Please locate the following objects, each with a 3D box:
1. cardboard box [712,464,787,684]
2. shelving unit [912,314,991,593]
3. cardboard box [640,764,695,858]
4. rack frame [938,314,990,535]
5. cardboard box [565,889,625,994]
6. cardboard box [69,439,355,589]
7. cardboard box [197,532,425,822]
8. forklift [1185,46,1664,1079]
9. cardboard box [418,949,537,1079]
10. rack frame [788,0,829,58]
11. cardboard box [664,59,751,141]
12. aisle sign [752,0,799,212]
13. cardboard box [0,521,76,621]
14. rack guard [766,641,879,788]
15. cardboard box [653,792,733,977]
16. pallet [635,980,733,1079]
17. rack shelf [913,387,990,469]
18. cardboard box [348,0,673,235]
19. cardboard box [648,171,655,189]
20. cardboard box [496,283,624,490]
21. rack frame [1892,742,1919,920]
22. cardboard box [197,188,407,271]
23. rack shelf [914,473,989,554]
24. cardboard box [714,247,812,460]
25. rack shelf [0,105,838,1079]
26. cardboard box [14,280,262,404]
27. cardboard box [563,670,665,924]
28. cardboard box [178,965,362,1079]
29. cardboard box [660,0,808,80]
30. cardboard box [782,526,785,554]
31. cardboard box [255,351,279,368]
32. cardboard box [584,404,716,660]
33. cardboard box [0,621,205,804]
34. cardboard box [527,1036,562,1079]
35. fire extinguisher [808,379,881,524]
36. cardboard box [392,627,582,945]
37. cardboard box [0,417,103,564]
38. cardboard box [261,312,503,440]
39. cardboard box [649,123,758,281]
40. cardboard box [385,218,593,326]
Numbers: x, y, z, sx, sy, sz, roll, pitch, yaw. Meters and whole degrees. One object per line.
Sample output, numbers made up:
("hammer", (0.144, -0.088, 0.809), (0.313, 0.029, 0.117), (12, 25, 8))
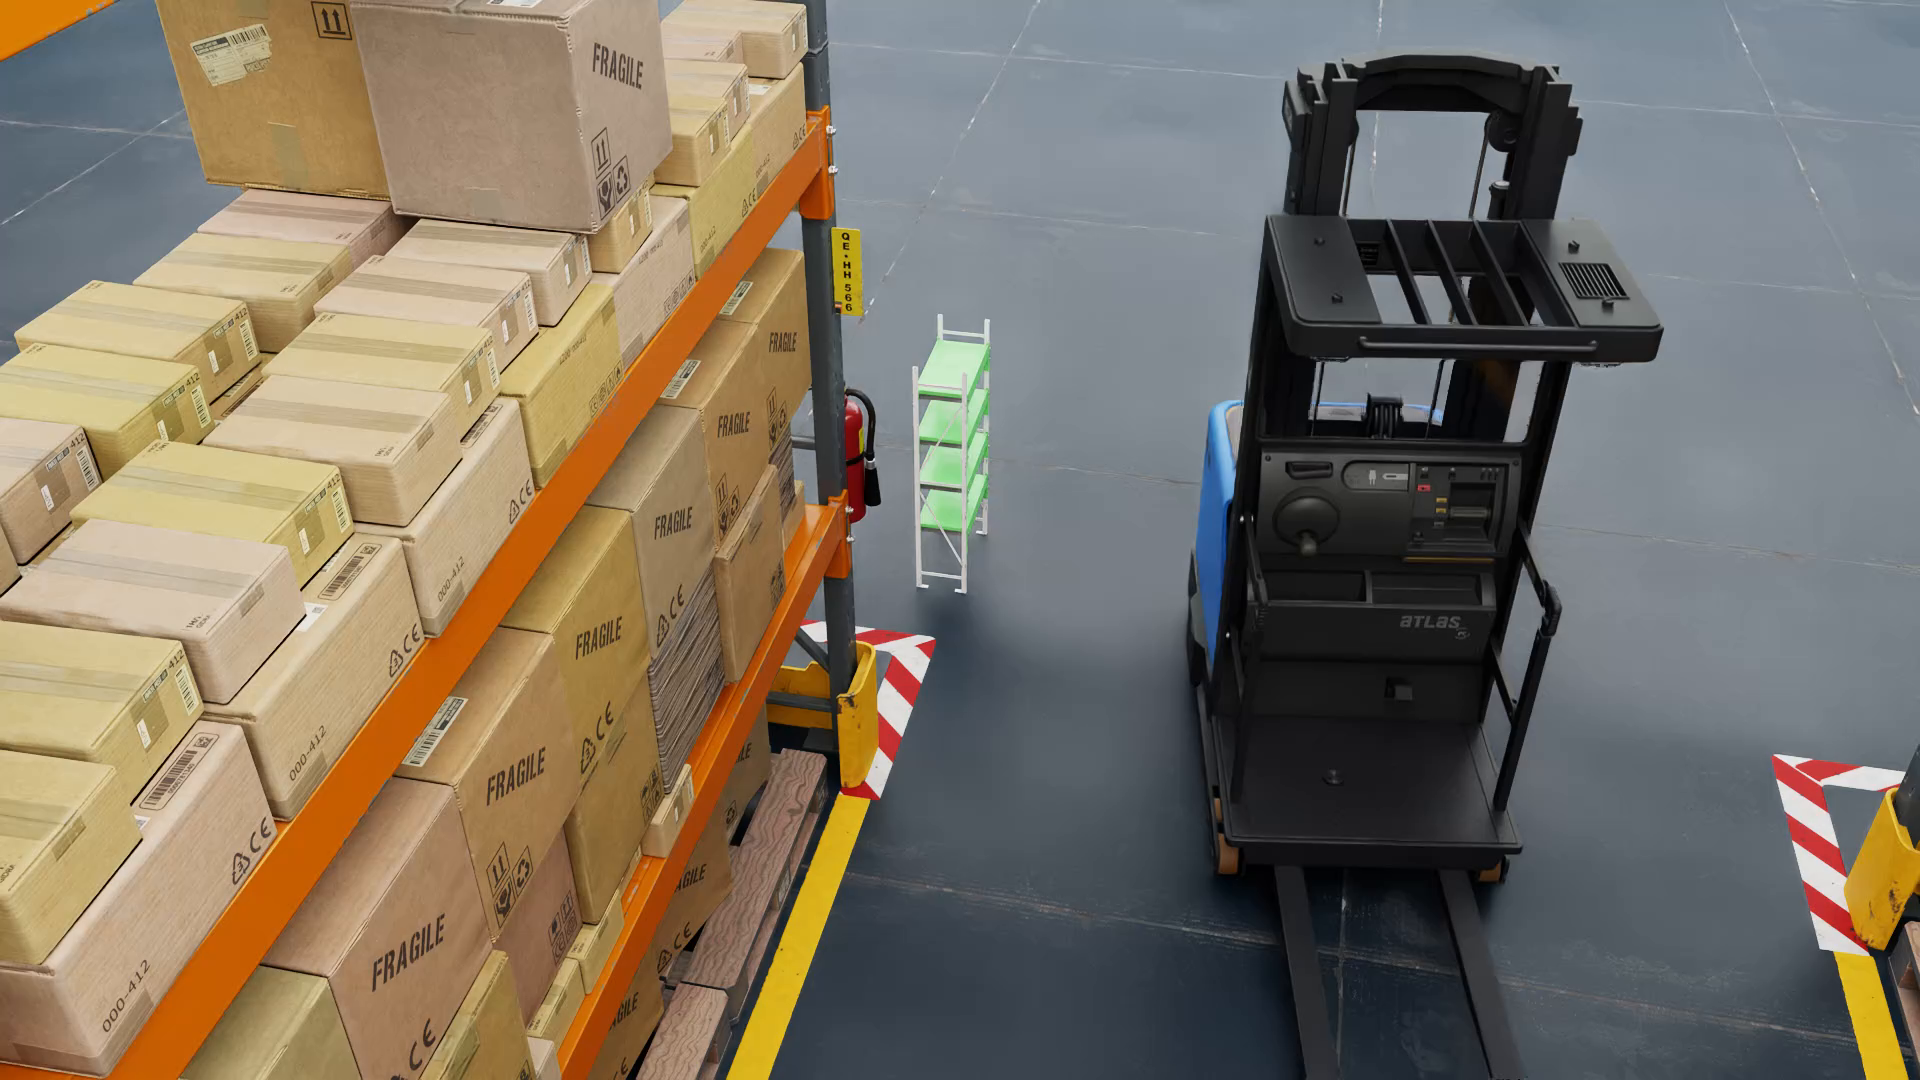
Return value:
("cardboard box", (-1.057, 0.051, 5.285), (0.875, 0.500, 0.500), (7, 37, 10))
("shelving unit", (-0.035, -0.391, 7.767), (0.258, 1.200, 0.503), (7, 37, 10))
("cardboard box", (-1.001, 0.762, 4.856), (0.380, 0.149, 0.250), (7, 37, 10))
("rack frame", (0.017, -0.531, 7.960), (0.240, 1.200, 0.015), (7, 37, 10))
("cardboard box", (-1.131, 1.046, 4.465), (0.380, 0.149, 0.250), (7, 37, 10))
("cardboard box", (-1.328, -0.032, 2.970), (0.380, 0.149, 0.250), (8, 37, 11))
("cardboard box", (-1.324, 0.208, 2.979), (0.500, 0.250, 0.500), (7, 37, 10))
("forklift", (1.541, -0.061, 5.836), (1.130, 2.935, 3.031), (1, 36, 2))
("cardboard box", (-1.480, 1.198, 3.702), (0.875, 0.500, 0.500), (7, 37, 10))
("rack frame", (-0.924, -2.831, 4.488), (1.000, 3.000, 0.127), (7, 37, 10))
("cardboard box", (-0.799, -1.214, 4.601), (0.380, 0.149, 0.250), (6, 36, 8))
("aisle sign", (-0.617, -1.452, 5.483), (0.394, 0.787, 0.004), (7, 37, 10))
("cardboard box", (-1.814, 0.145, 3.065), (0.500, 0.250, 0.500), (8, 37, 11))
("rack guard", (-0.940, 0.654, 6.922), (1.175, 0.500, 0.348), (7, 37, 10))
("cardboard box", (-1.167, 1.143, 5.889), (0.500, 0.500, 0.500), (17, 39, 22))
("pallet", (-1.411, 1.929, 5.408), (1.003, 0.211, 1.213), (7, 37, 10))
("rack shelf", (-0.035, -0.534, 7.664), (0.258, 0.148, 0.480), (7, 37, 10))
("cardboard box", (-1.007, -1.059, 3.835), (0.500, 0.500, 0.500), (7, 37, 10))
("cardboard box", (-1.004, -0.941, 4.224), (0.380, 0.149, 0.250), (8, 37, 11))
("cardboard box", (-1.102, -0.379, 3.789), (0.500, 0.250, 0.500), (7, 36, 9))
("rack frame", (3.915, 0.219, 5.392), (1.000, 3.000, 0.127), (7, 37, 10))
("cardboard box", (-1.527, -0.698, 3.889), (0.380, 0.149, 0.250), (7, 37, 9))
("rack shelf", (-0.035, -0.145, 7.945), (0.258, 0.148, 0.480), (7, 37, 10))
("cardboard box", (-0.800, -0.621, 5.361), (0.500, 0.500, 0.500), (7, 37, 10))
("rack shelf", (-1.351, -0.179, 3.997), (1.077, 0.370, 4.000), (7, 37, 10))
("cardboard box", (-1.714, -0.403, 3.482), (0.380, 0.149, 0.250), (9, 37, 12))
("cardboard box", (-1.325, 0.617, 4.504), (0.875, 0.500, 0.500), (7, 37, 10))
("cardboard box", (-1.433, 1.099, 2.986), (0.500, 0.500, 0.500), (7, 37, 10))
("cardboard box", (-0.678, -1.519, 5.022), (0.380, 0.149, 0.250), (7, 37, 10))
("cardboard box", (-0.837, 0.032, 5.863), (0.380, 0.149, 0.250), (7, 37, 10))
("cardboard box", (-1.599, -0.433, 3.863), (0.500, 0.250, 0.500), (8, 37, 11))
("cardboard box", (-1.010, -0.048, 4.569), (0.500, 0.500, 0.500), (7, 37, 10))
("cardboard box", (-1.417, 0.267, 2.557), (0.380, 0.149, 0.250), (6, 36, 8))
("cardboard box", (-1.208, 1.336, 4.064), (0.380, 0.149, 0.250), (7, 37, 10))
("fire extinguisher", (-0.449, -0.378, 6.282), (0.296, 0.674, 0.183), (7, 37, 10))
("cardboard box", (-1.221, 0.526, 3.778), (0.500, 0.500, 0.500), (7, 37, 10))
("cardboard box", (-1.842, -0.104, 3.070), (0.380, 0.149, 0.250), (6, 36, 9))
("cardboard box", (-1.166, -0.324, 3.373), (0.380, 0.149, 0.250), (7, 36, 9))
("cardboard box", (-0.882, -0.961, 4.592), (0.500, 0.250, 0.500), (8, 37, 10))
("cardboard box", (-1.067, -0.623, 3.785), (0.380, 0.149, 0.250), (6, 36, 8))
